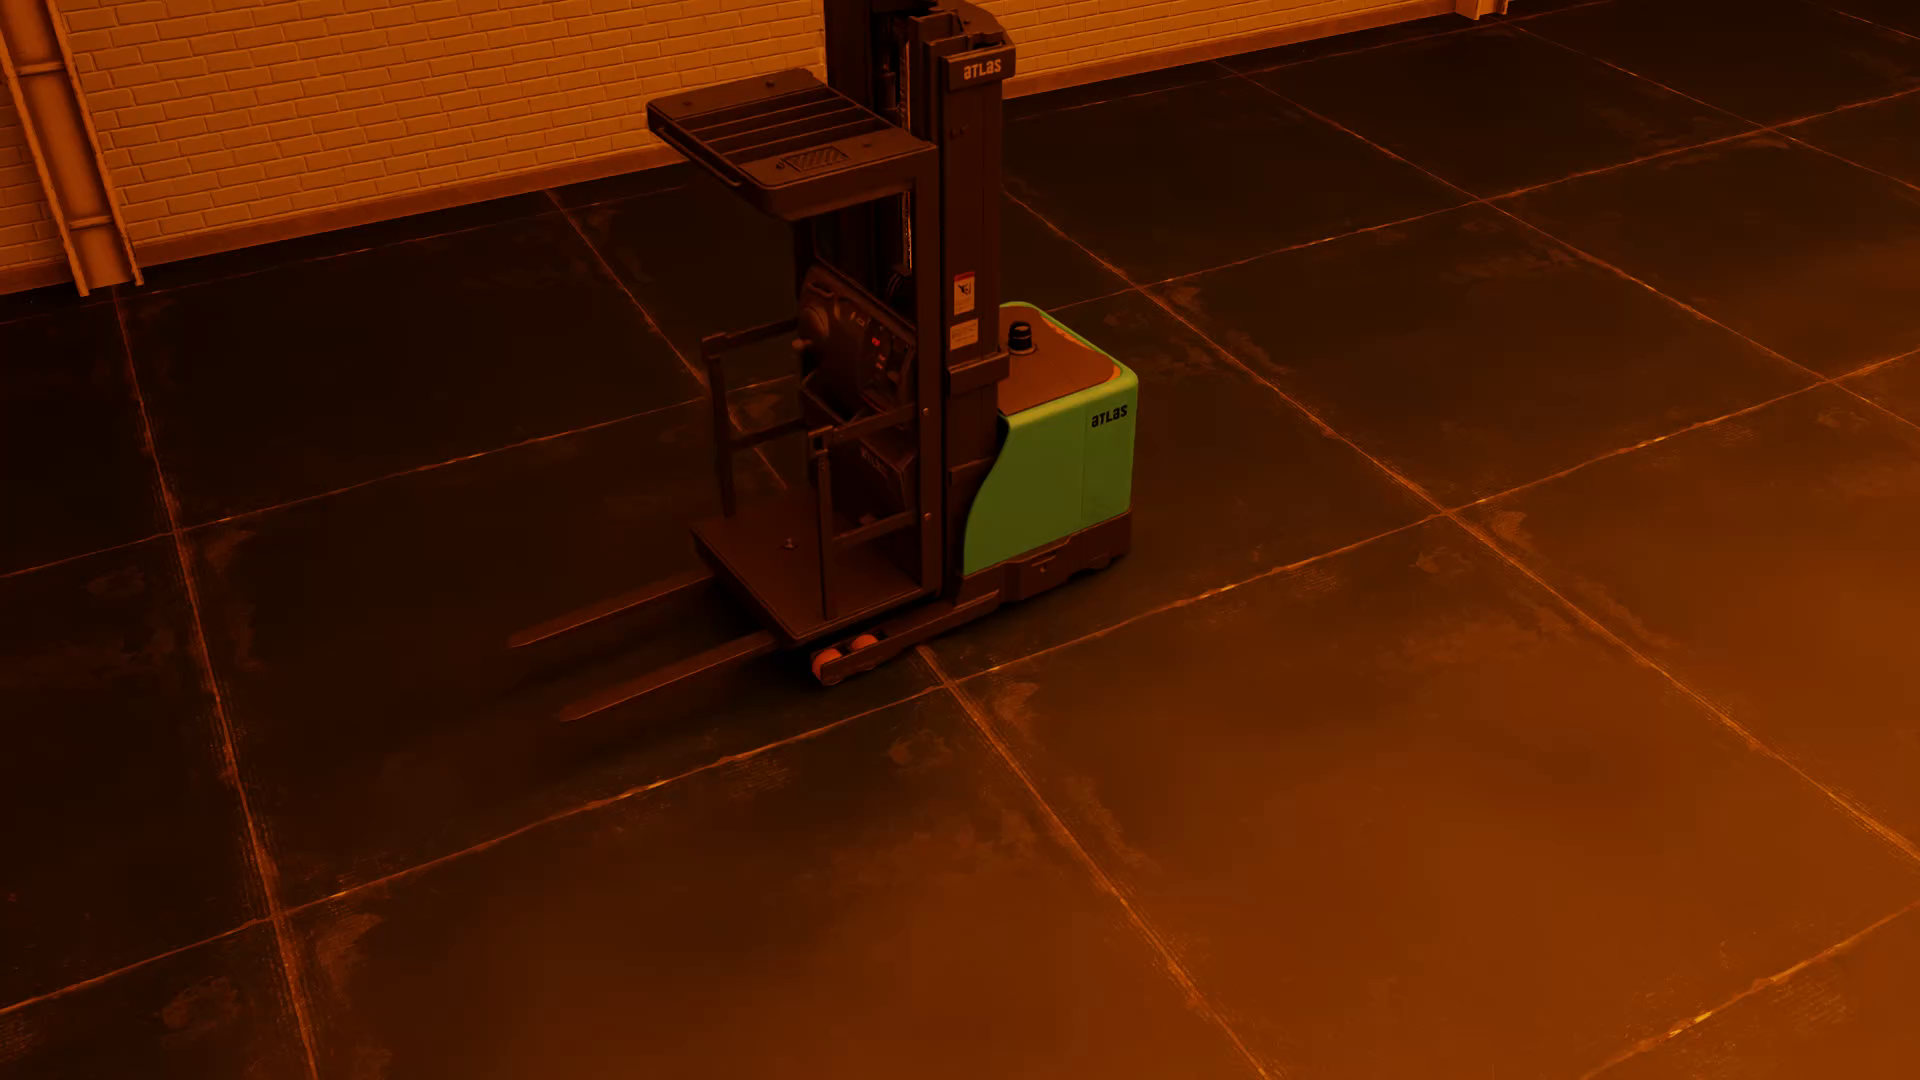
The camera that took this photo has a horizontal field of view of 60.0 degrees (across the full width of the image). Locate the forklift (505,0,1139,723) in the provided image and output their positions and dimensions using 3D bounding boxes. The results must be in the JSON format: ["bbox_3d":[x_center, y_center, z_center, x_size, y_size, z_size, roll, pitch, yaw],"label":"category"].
[{"bbox_3d":[-0.641,-0.872,7.357,3.031,2.935,1.130,-21,40,-27],"label":"forklift"}]

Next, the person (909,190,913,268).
[{"bbox_3d":[-0.292,-1.228,8.907,0.440,1.725,0.787,25,42,30],"label":"person"}]
